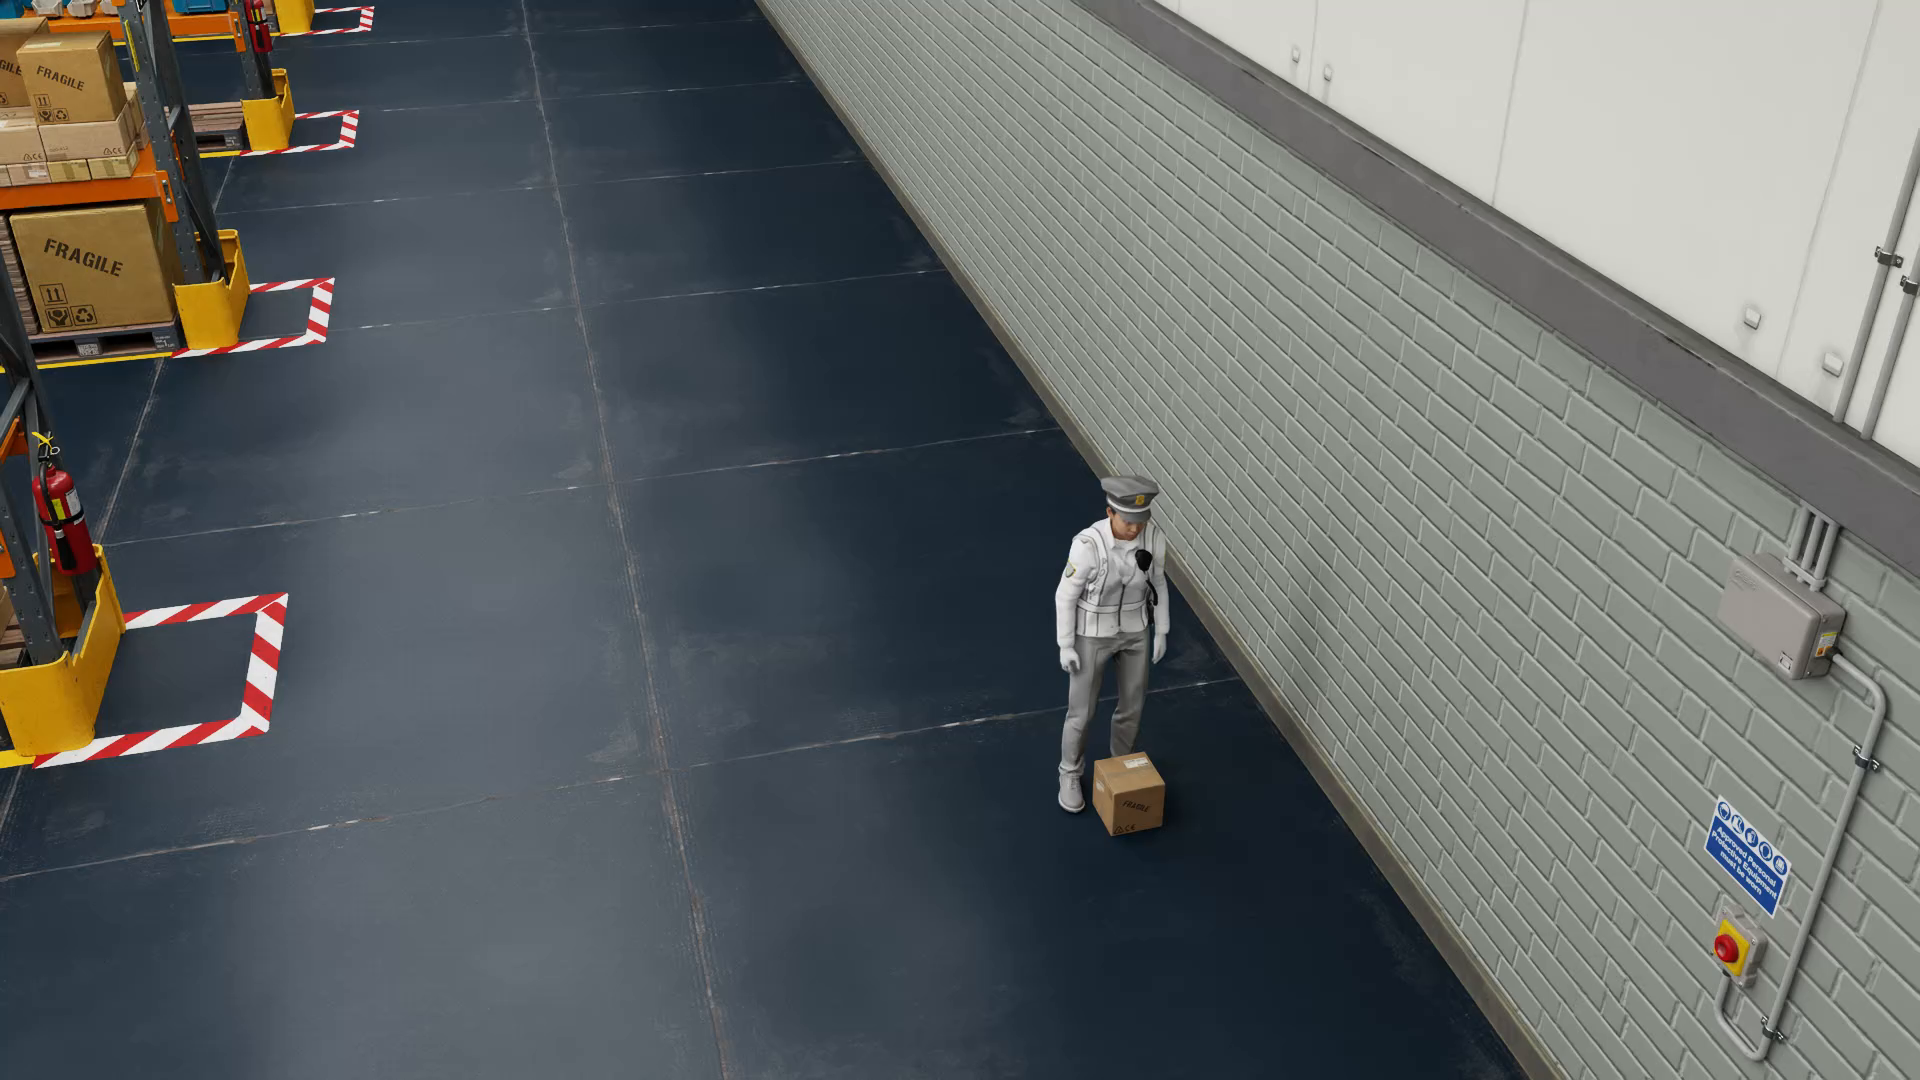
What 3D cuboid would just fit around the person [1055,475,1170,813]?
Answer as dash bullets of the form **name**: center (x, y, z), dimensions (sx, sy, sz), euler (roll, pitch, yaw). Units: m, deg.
- **person**: center (0.687, 0.442, 7.477), dimensions (0.530, 1.663, 0.372), euler (-8, 31, -13)
